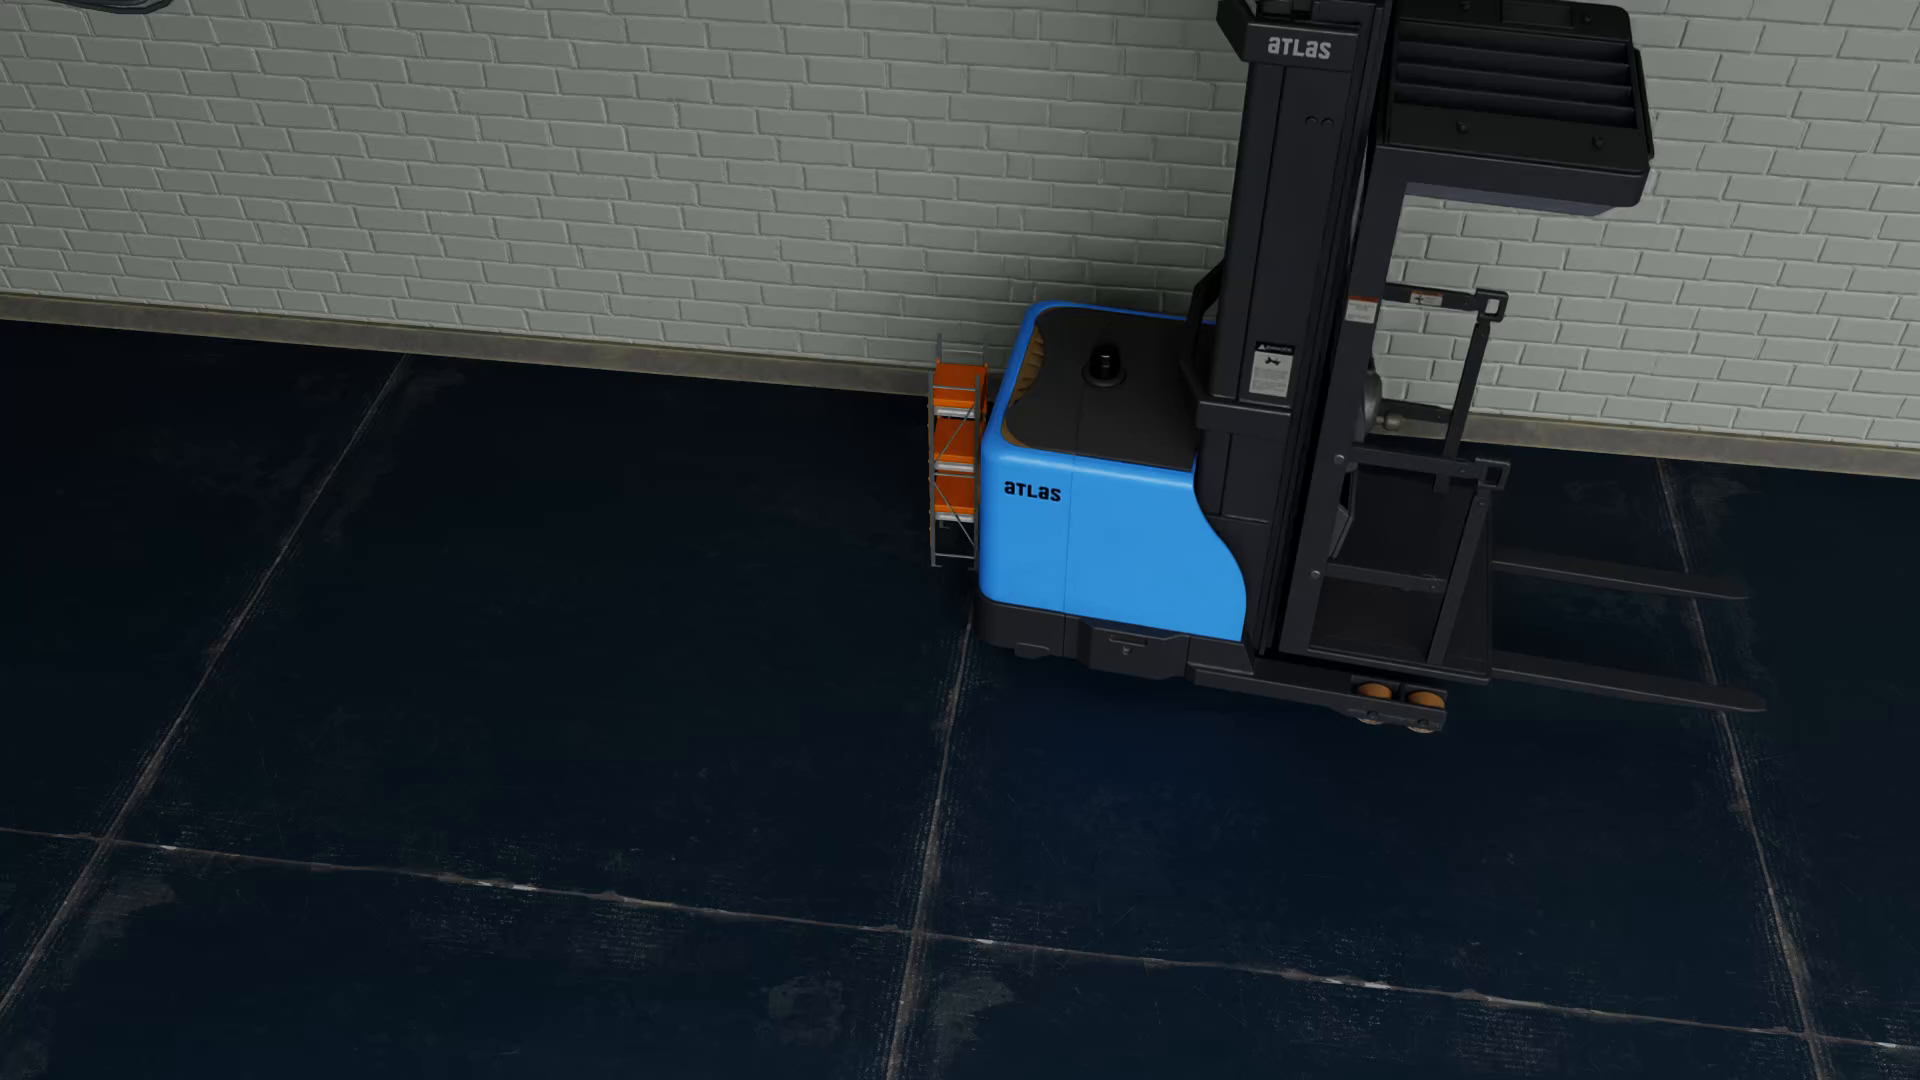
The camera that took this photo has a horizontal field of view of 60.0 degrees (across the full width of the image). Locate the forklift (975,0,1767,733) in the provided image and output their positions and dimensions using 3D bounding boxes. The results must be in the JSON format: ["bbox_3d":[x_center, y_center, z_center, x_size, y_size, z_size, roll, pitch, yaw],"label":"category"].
[{"bbox_3d":[1.633,-0.720,5.878,3.031,2.935,1.130,9,44,9],"label":"forklift"}]

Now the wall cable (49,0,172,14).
[{"bbox_3d":[-4.719,-3.229,6.374,3.097,2.526,0.112,5,44,6],"label":"wall cable"}]

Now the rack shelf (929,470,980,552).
[{"bbox_3d":[-0.007,-0.135,7.049,0.215,0.259,0.240,5,44,6],"label":"rack shelf"}]

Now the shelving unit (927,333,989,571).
[{"bbox_3d":[-0.007,-0.345,6.851,0.215,1.050,0.252,5,44,6],"label":"shelving unit"}]

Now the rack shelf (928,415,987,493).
[{"bbox_3d":[-0.007,-0.337,6.858,0.215,0.259,0.240,5,44,6],"label":"rack shelf"}]

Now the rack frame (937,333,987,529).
[{"bbox_3d":[0.009,-0.428,6.938,0.200,1.050,0.008,5,44,6],"label":"rack frame"}]

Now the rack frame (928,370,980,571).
[{"bbox_3d":[-0.023,-0.262,6.763,0.200,1.050,0.008,5,44,6],"label":"rack frame"}]

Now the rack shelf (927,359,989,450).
[{"bbox_3d":[-0.007,-0.543,6.663,0.215,0.259,0.240,5,44,6],"label":"rack shelf"}]
